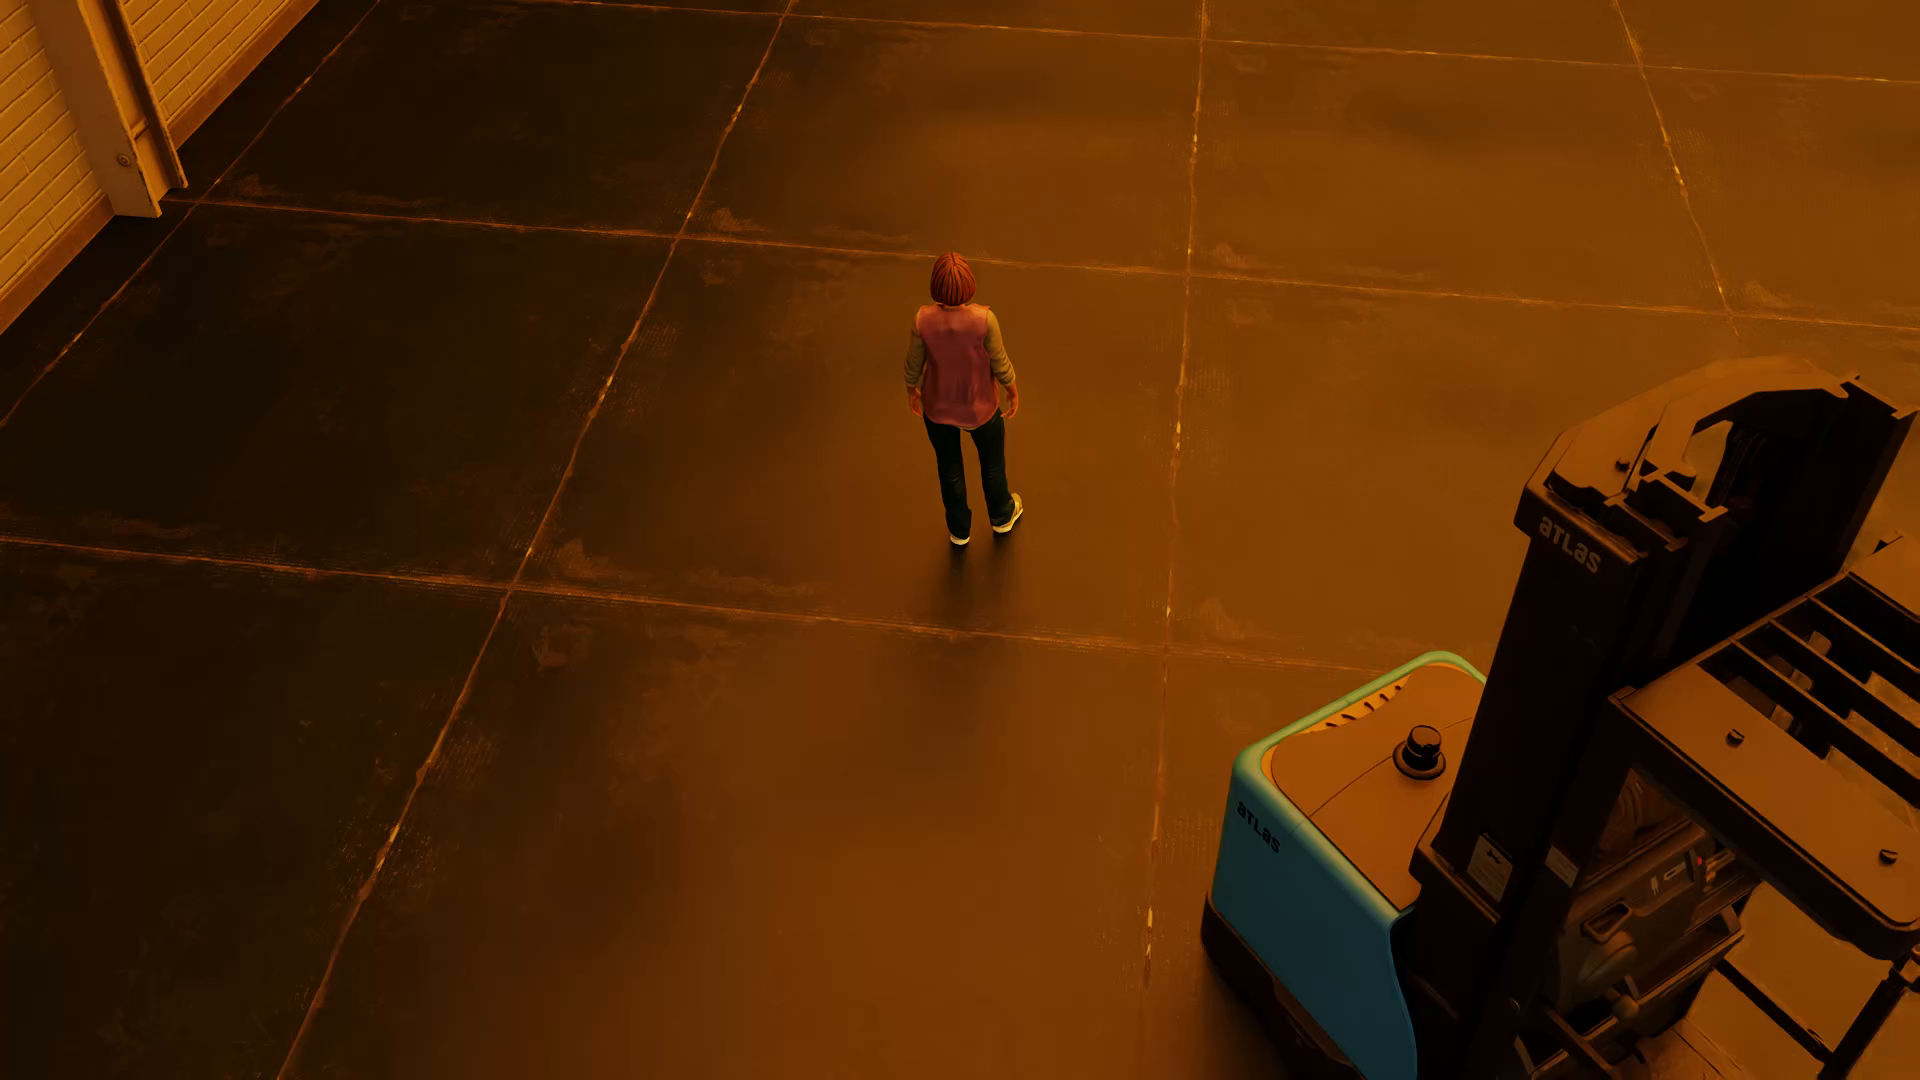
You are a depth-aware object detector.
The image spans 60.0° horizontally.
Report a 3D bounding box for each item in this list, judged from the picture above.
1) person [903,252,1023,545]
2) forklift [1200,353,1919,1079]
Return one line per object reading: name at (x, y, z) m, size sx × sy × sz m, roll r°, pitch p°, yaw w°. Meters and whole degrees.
person at (0.023, -0.642, 7.399) m, size 0.521 × 1.599 × 0.473 m, roll 5°, pitch 43°, yaw 6°
forklift at (2.106, 1.097, 4.530) m, size 1.130 × 2.935 × 3.031 m, roll -23°, pitch 47°, yaw -23°
